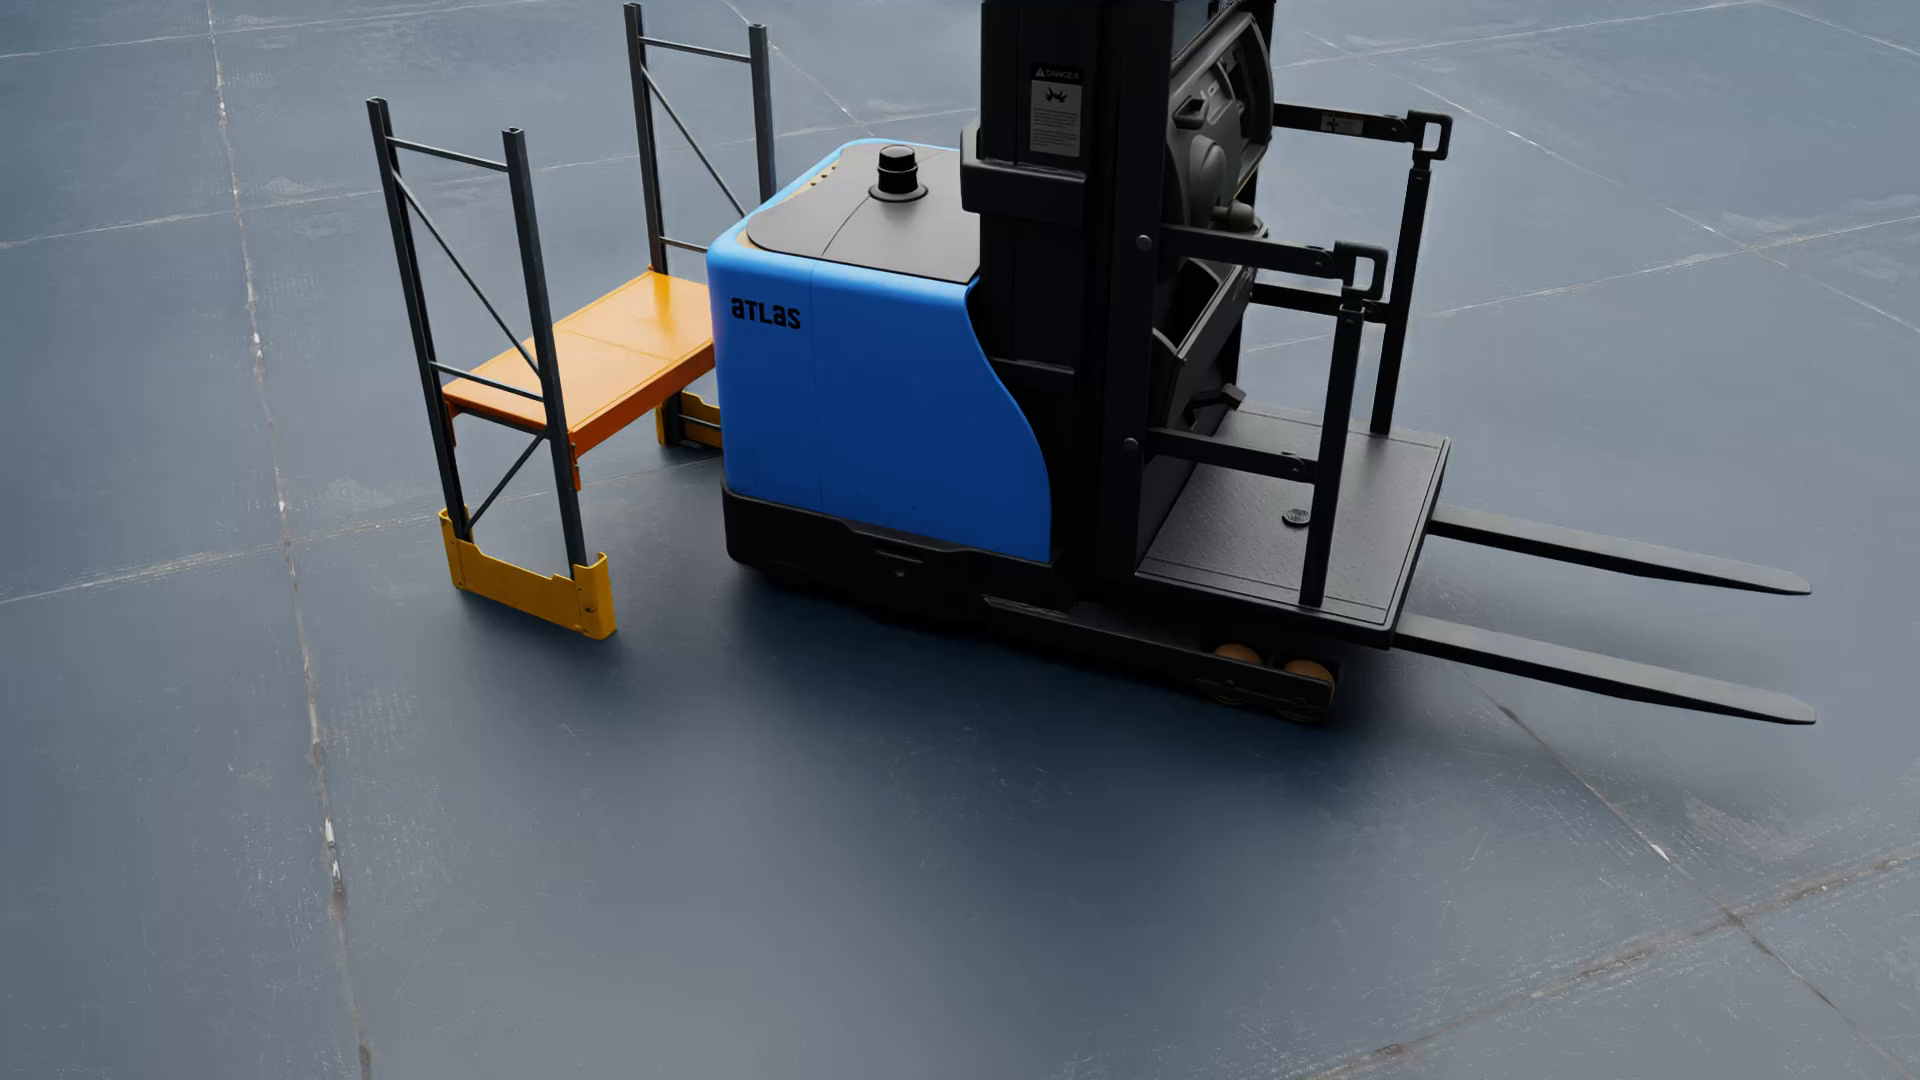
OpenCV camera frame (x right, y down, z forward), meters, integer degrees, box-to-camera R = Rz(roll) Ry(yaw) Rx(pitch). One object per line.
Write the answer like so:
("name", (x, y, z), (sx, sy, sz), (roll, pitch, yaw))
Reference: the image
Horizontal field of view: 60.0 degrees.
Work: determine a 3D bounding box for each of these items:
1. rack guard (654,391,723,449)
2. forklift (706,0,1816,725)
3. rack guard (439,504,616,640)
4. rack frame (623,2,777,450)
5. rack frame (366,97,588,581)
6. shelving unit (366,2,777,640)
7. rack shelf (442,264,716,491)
("rack guard", (-0.780, -0.383, 5.610), (0.587, 0.250, 0.087), (17, 37, 24))
("forklift", (0.856, -1.066, 4.201), (3.031, 2.935, 1.130), (13, 35, 18))
("rack guard", (-1.272, 0.089, 4.884), (0.587, 0.250, 0.087), (17, 37, 24))
("rack frame", (-0.779, -0.908, 5.270), (0.500, 1.500, 0.032), (17, 37, 24))
("rack frame", (-1.282, -0.426, 4.529), (0.500, 1.500, 0.032), (17, 37, 24))
("shelving unit", (-1.026, -0.671, 4.906), (0.587, 1.500, 1.083), (17, 37, 24))
("rack shelf", (-1.030, -0.516, 4.997), (0.538, 0.185, 1.000), (17, 37, 24))
